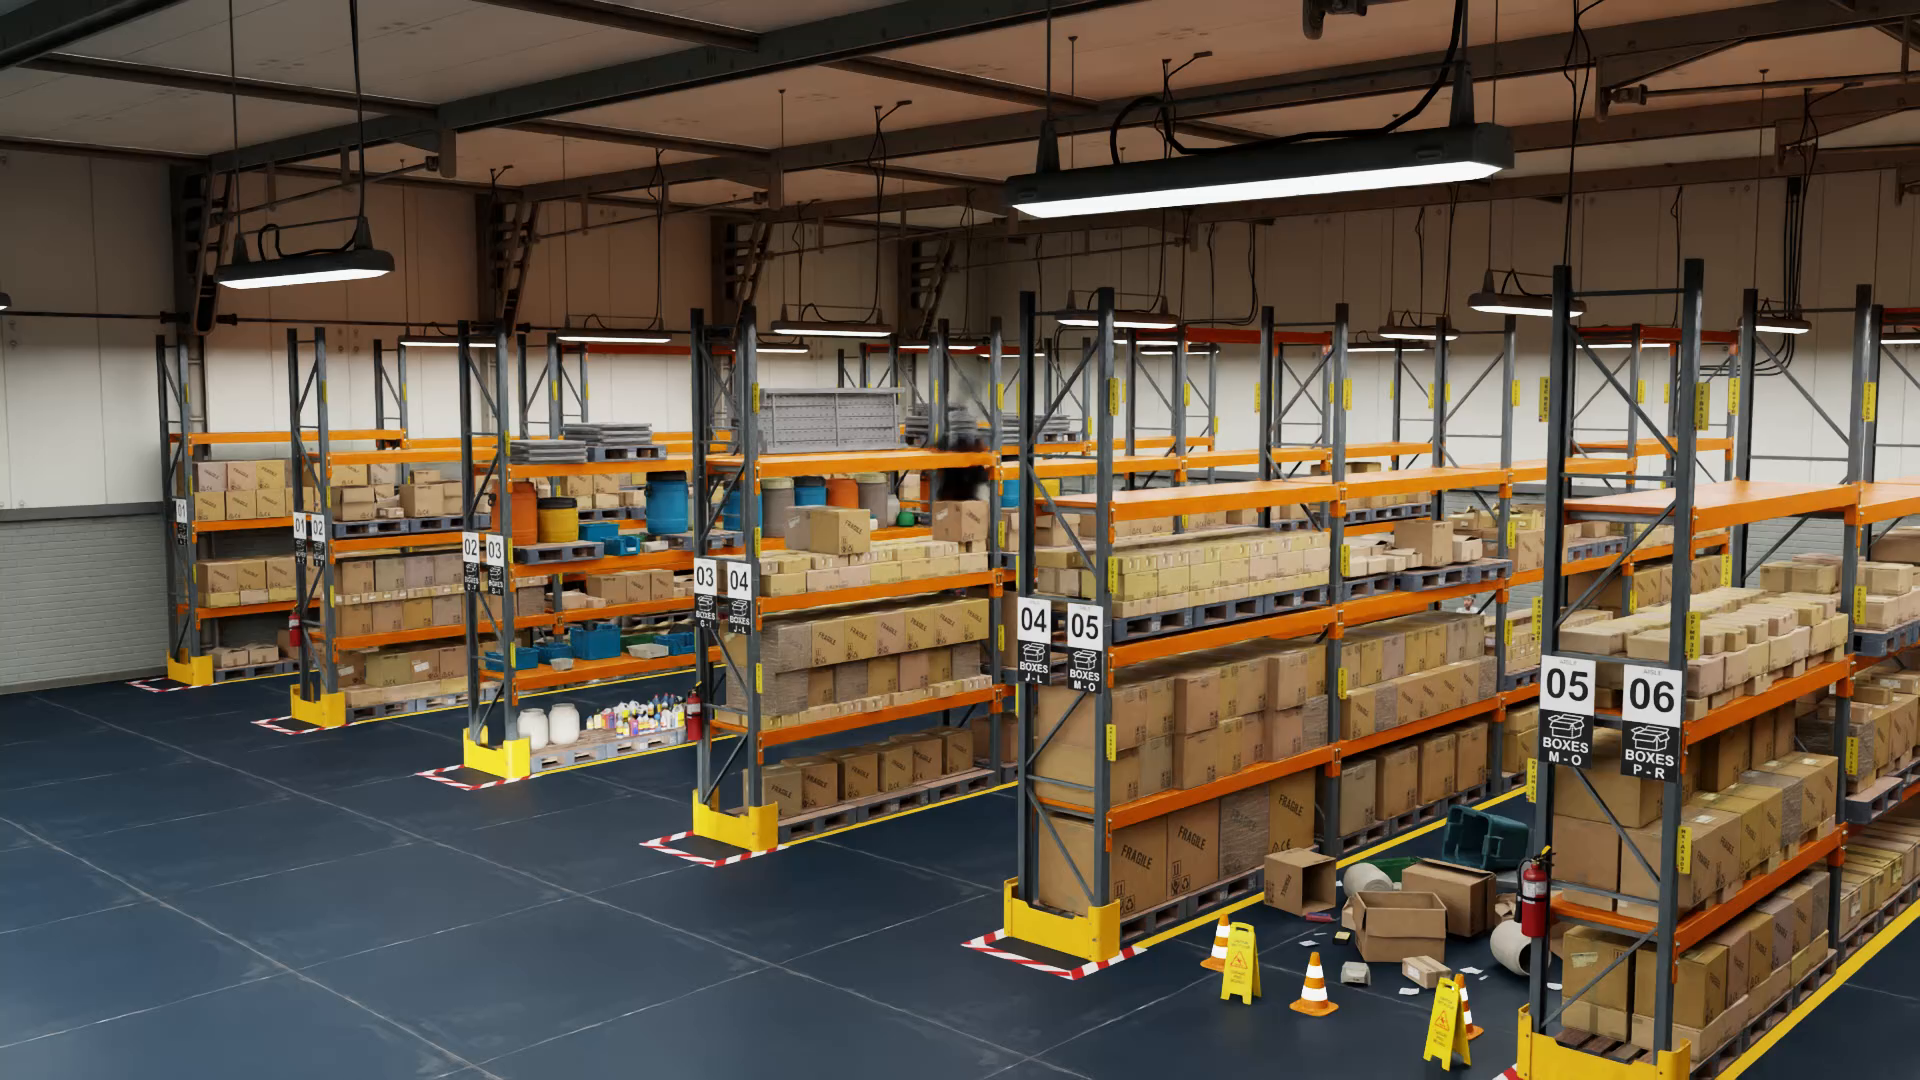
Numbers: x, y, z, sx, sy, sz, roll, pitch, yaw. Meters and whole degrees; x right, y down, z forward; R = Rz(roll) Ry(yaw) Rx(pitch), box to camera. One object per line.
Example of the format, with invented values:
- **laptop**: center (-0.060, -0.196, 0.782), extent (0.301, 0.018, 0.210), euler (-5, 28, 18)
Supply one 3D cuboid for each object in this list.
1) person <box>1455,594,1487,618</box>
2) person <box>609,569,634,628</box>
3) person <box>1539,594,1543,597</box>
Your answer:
- **person**: center (8.563, 1.698, 28.060), extent (0.592, 1.675, 0.631), euler (4, 7, 37)
- **person**: center (-6.370, 1.369, 31.443), extent (0.546, 1.670, 0.628), euler (-5, 7, -43)
- **person**: center (9.441, 1.749, 26.961), extent (0.941, 1.762, 0.696), euler (-5, 7, -43)
